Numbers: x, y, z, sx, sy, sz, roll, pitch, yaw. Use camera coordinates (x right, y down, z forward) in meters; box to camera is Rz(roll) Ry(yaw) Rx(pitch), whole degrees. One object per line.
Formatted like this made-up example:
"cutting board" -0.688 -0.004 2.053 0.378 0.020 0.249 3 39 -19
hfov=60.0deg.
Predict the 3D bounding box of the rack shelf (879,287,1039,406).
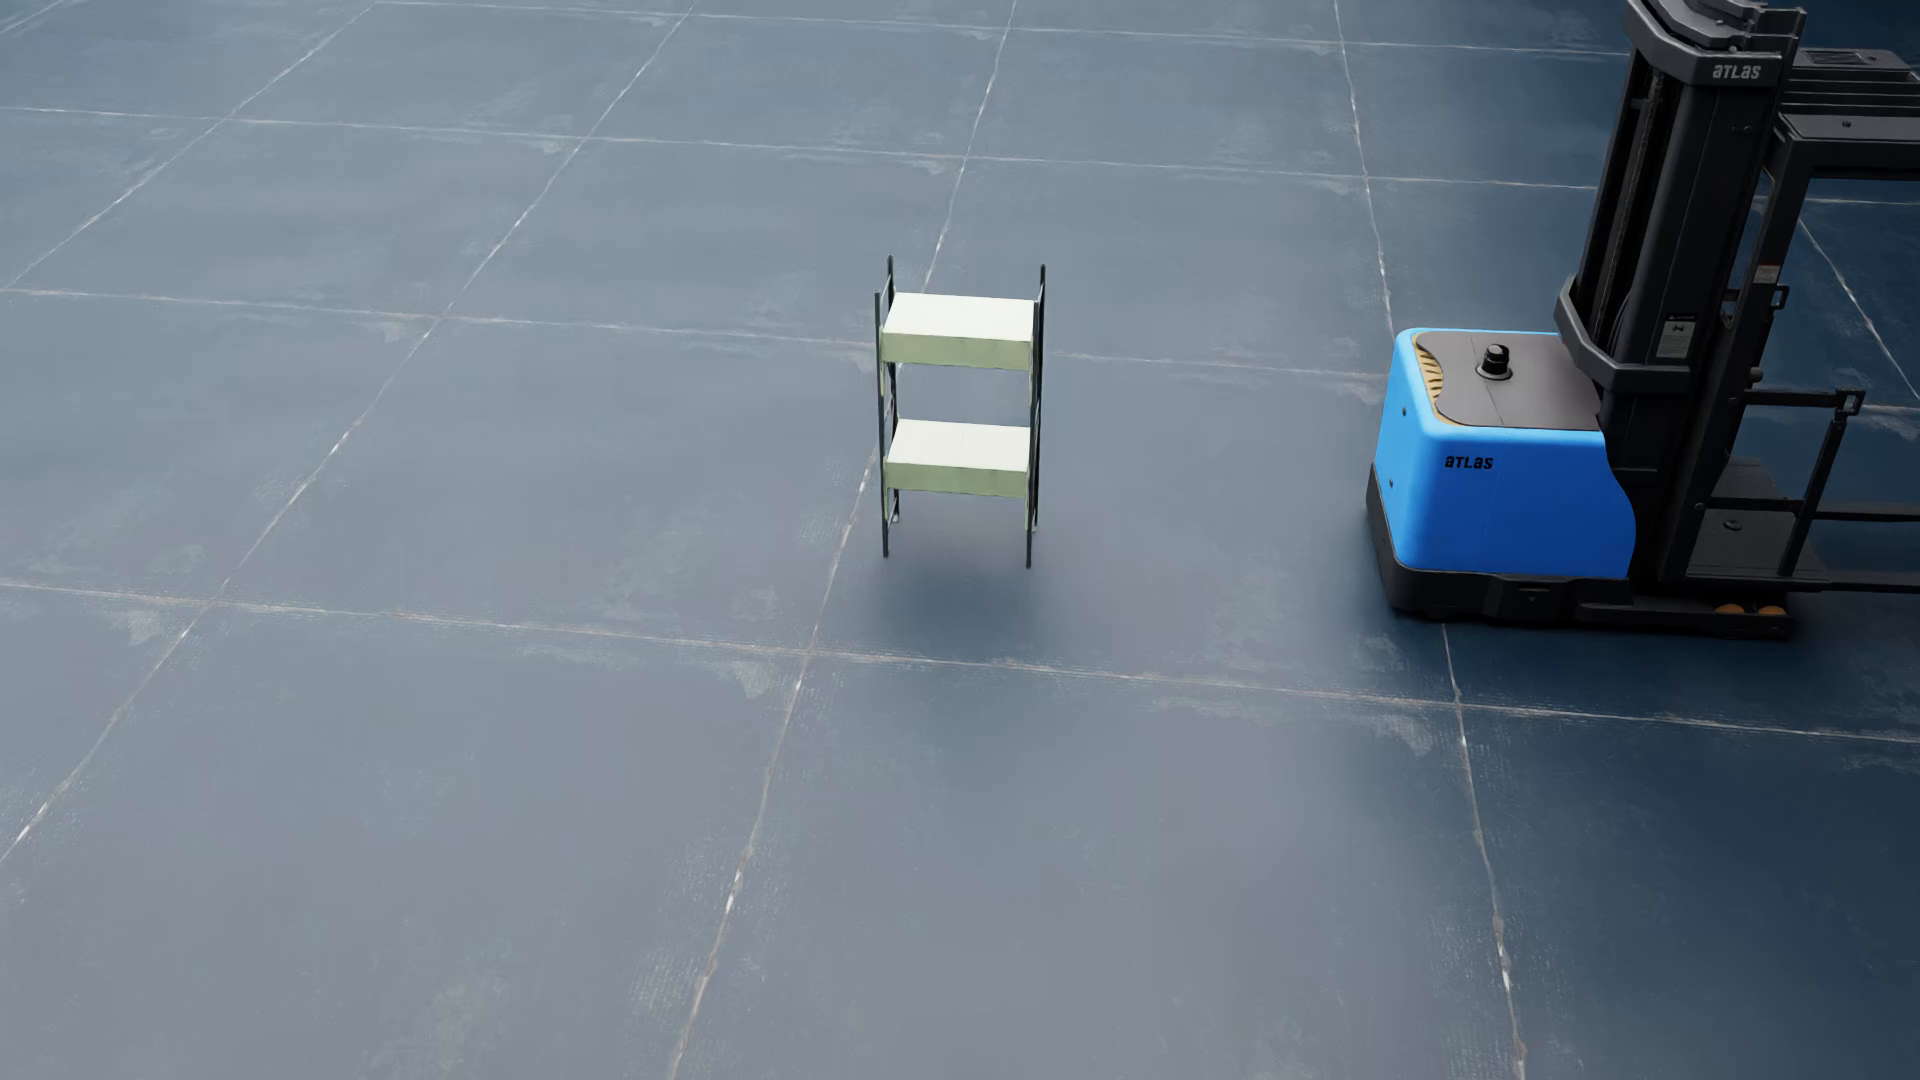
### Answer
"rack shelf" 0.007 -0.928 7.944 0.720 0.370 0.431 4 36 6

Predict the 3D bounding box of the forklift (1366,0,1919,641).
"forklift" 3.620 -1.035 7.535 3.031 2.935 1.130 2 36 3

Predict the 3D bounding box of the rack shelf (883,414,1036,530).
"rack shelf" 0.007 -0.345 8.360 0.720 0.370 0.431 4 36 6

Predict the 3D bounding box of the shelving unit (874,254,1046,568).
"shelving unit" 0.007 -0.610 8.171 0.755 1.500 0.431 4 36 6

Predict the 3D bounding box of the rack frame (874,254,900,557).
"rack frame" -0.356 -0.637 8.209 0.023 1.500 0.400 4 36 6

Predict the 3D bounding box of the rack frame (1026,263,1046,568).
"rack frame" 0.370 -0.583 8.133 0.023 1.500 0.400 4 36 6
